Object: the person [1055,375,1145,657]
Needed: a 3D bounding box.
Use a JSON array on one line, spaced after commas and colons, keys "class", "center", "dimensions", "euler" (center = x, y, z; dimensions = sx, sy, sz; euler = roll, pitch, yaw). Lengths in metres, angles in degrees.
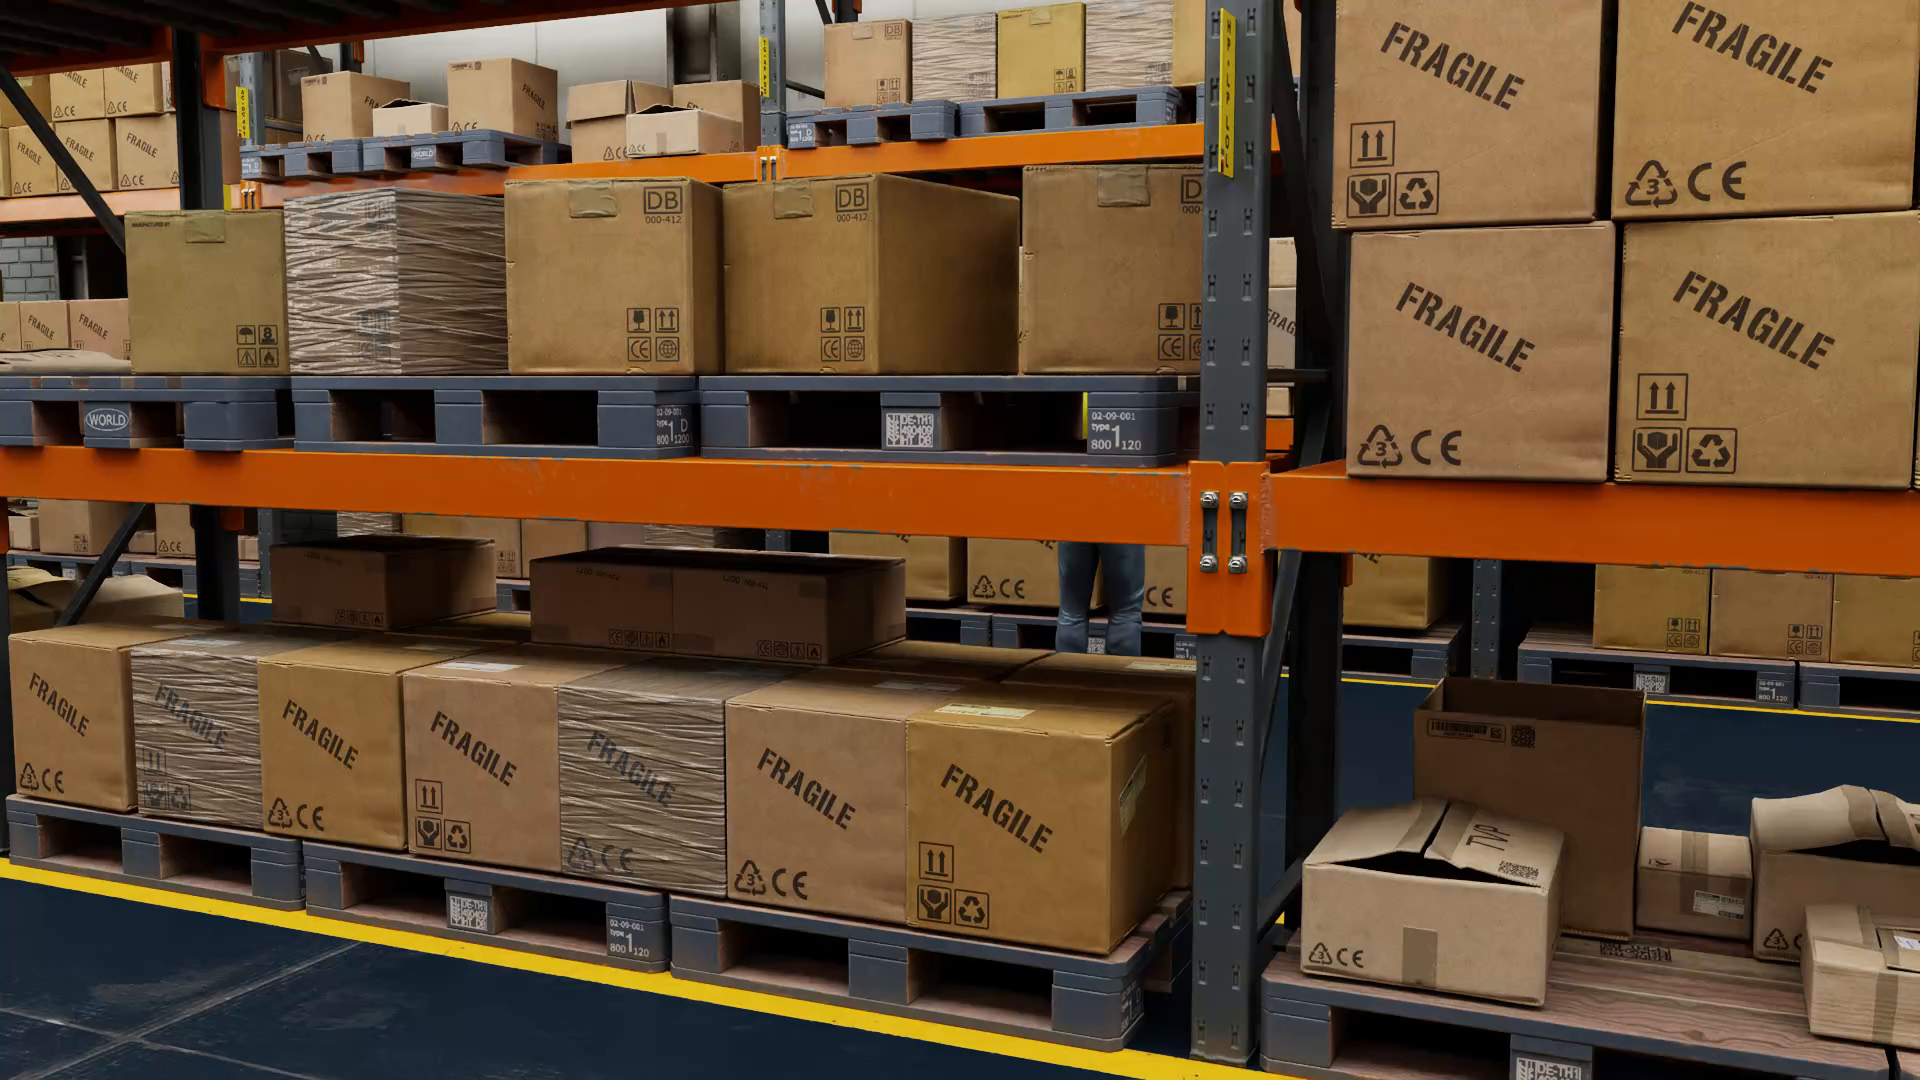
[{"class": "person", "center": [0.638, -0.090, 7.375], "dimensions": [0.503, 1.760, 0.584], "euler": [3, 6, 25]}]
